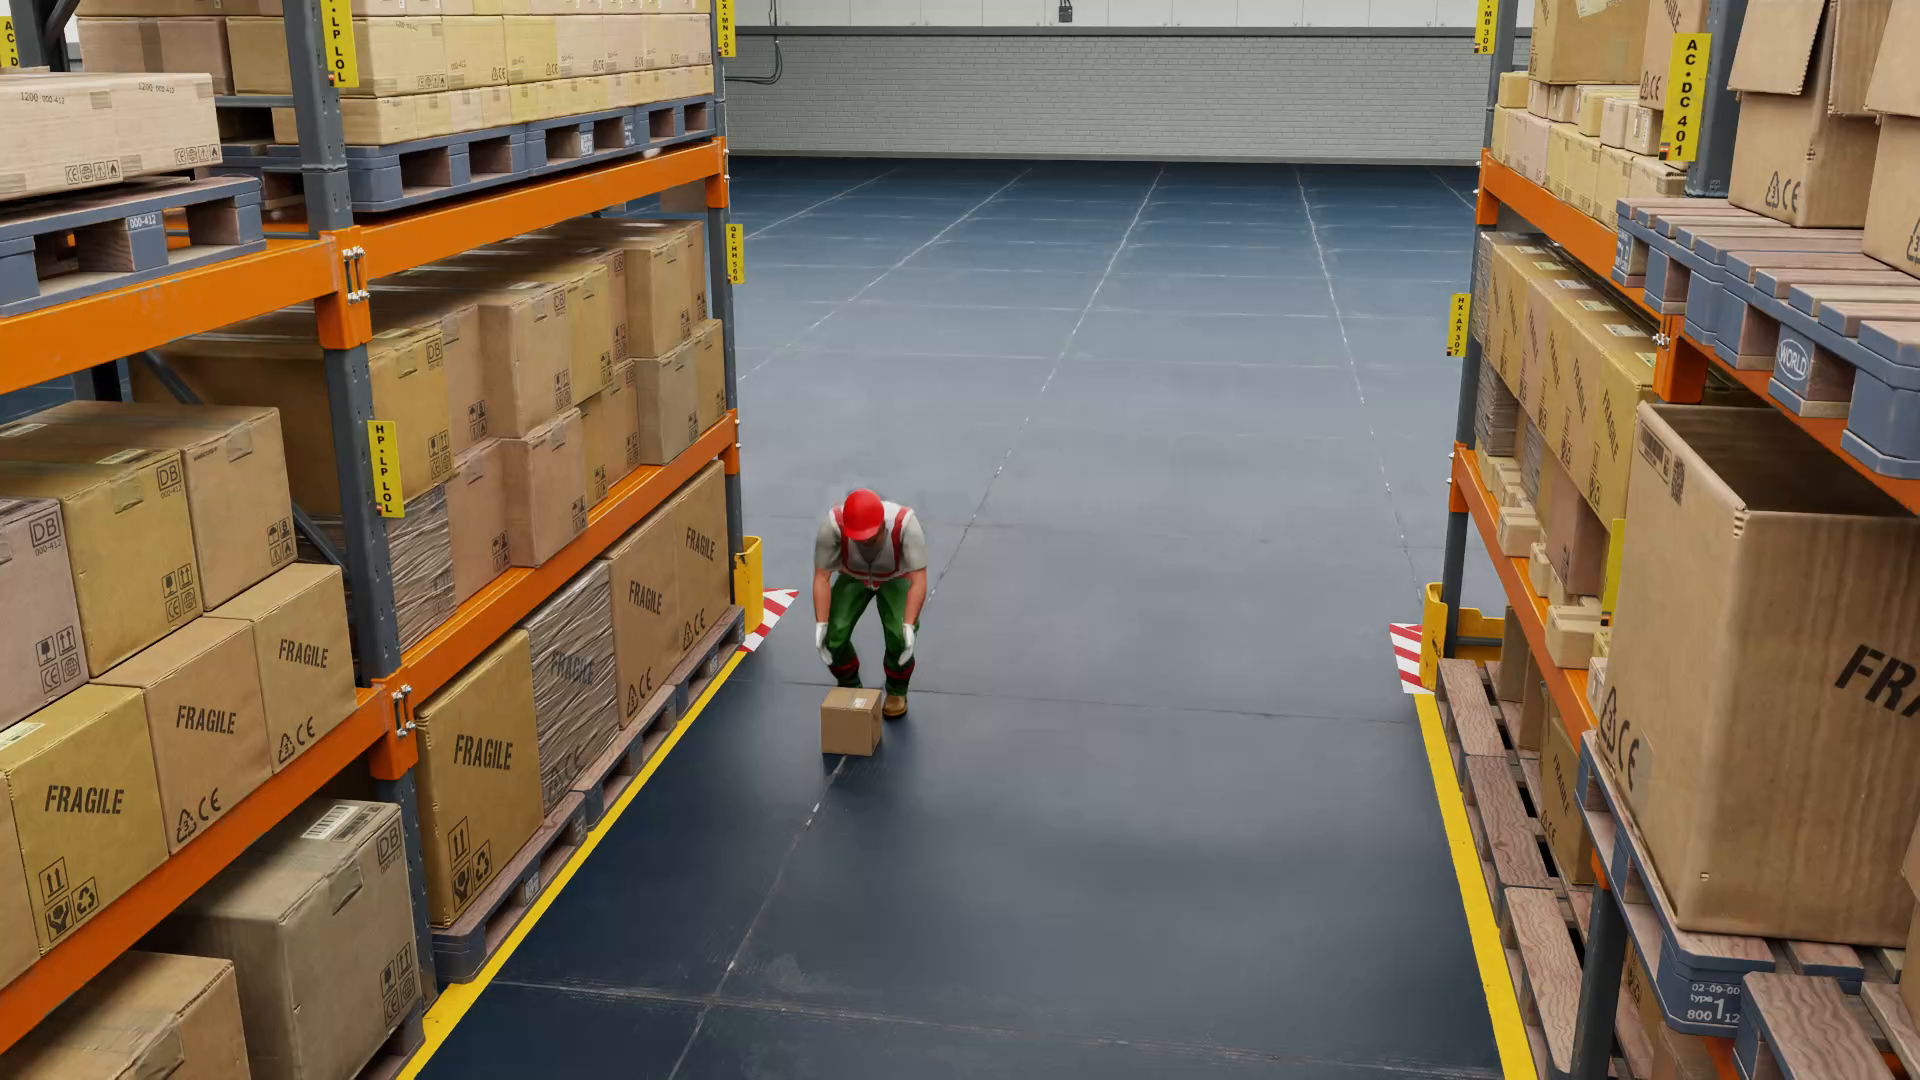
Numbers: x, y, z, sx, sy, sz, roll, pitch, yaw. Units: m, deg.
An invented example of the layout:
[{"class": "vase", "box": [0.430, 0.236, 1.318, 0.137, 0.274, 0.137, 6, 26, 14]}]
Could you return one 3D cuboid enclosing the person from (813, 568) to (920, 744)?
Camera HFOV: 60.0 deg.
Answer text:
[{"class": "person", "box": [-0.456, 0.494, 8.446, 0.563, 0.894, 0.887, 3, 18, 9]}]
